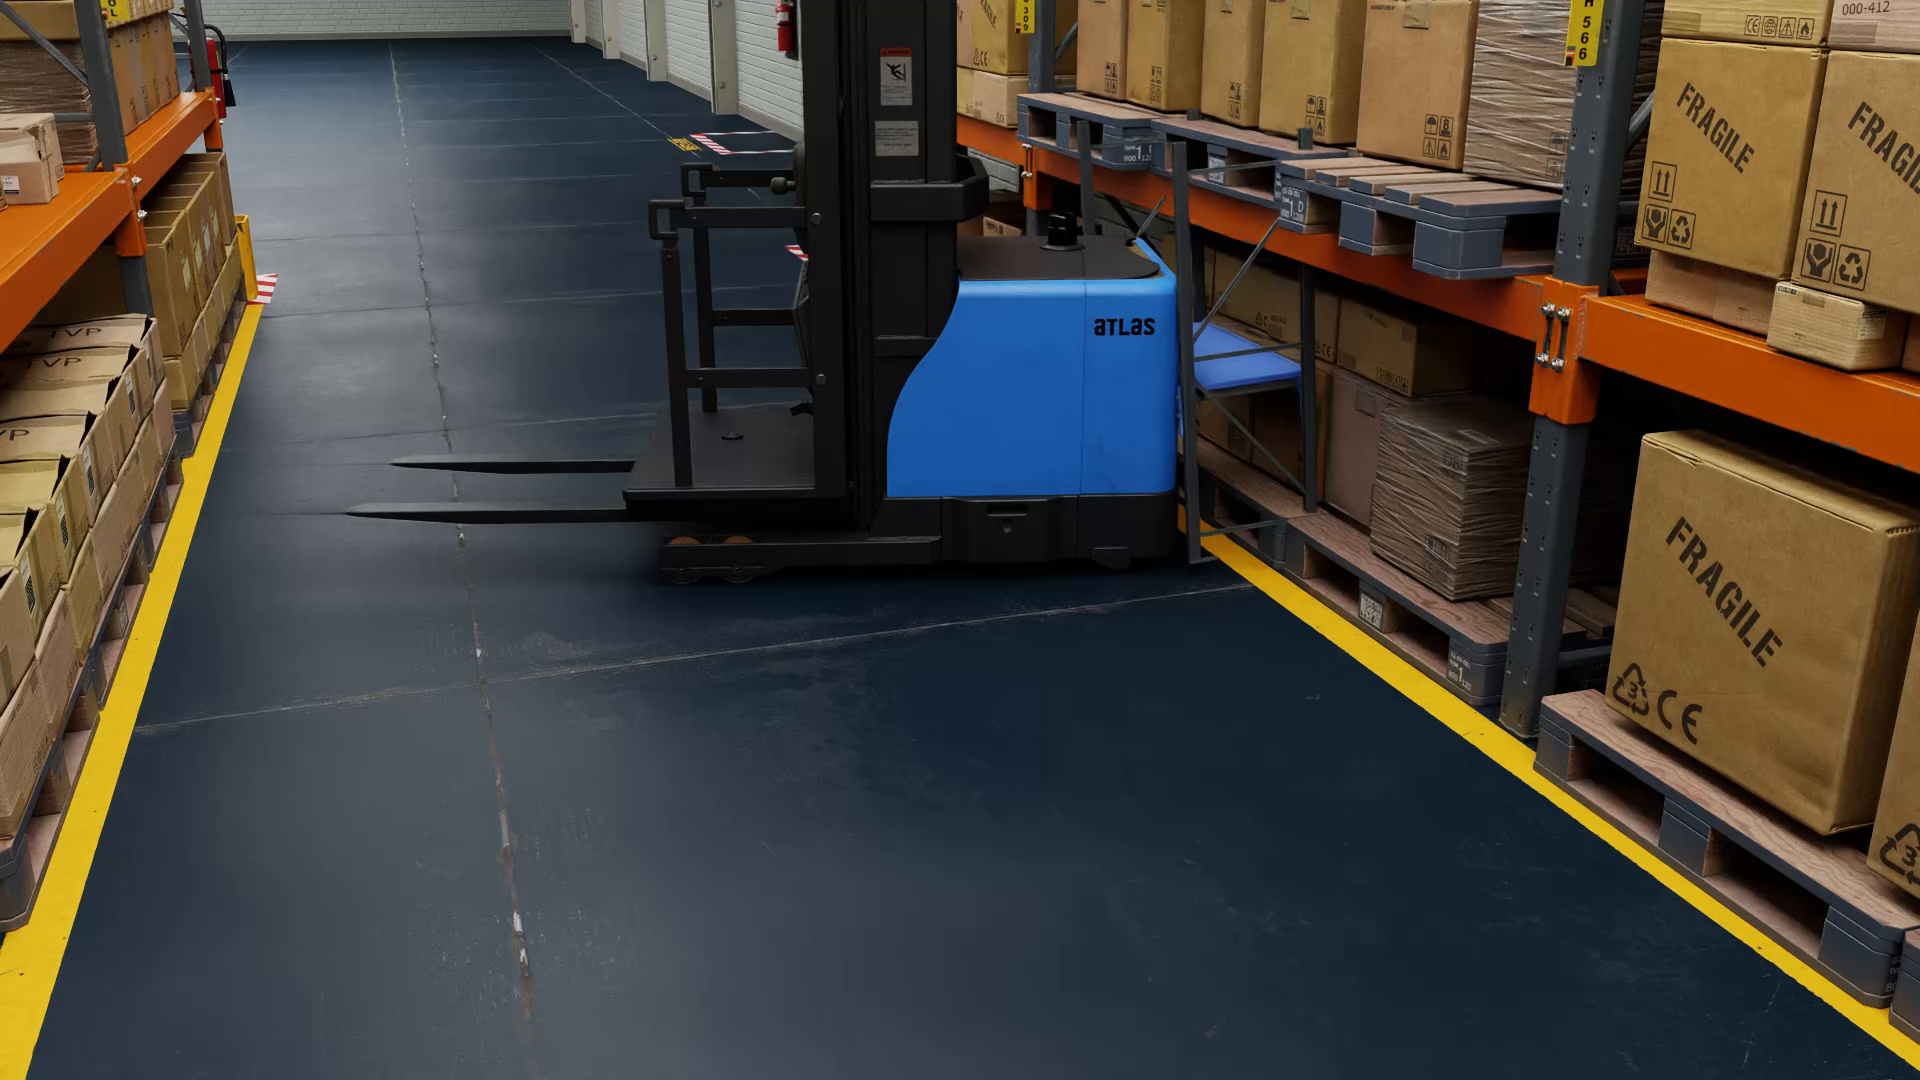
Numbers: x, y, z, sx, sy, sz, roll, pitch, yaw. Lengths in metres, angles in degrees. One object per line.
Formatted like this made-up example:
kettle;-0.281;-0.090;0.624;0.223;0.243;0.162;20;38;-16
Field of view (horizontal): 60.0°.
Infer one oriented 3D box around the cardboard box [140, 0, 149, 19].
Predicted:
cardboard box;-4.429;-2.775;8.598;0.380;0.149;0.250;-6;21;-16

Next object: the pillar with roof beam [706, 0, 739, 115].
pillar with roof beam;-7.255;-9.552;19.699;9.100;9.000;0.400;-6;21;-17

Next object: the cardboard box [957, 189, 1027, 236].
cardboard box;0.057;-1.844;10.159;0.700;0.500;0.500;-8;21;-21

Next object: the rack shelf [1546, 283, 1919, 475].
rack shelf;2.706;0.079;2.822;1.077;0.370;4.000;-6;21;-17

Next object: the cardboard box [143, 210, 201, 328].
cardboard box;-3.895;-1.255;7.811;0.500;0.500;0.500;-6;21;-17

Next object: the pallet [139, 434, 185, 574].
pallet;-3.613;-0.112;6.417;1.003;0.211;1.213;-6;21;-17

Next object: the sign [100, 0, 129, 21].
sign;-3.369;-2.225;6.579;0.100;0.325;0.005;-6;21;-17

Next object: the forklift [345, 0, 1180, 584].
forklift;-0.736;-1.404;5.988;3.031;2.935;1.130;-1;20;-3

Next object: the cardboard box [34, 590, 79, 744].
cardboard box;-2.669;0.363;4.416;0.500;0.250;0.500;-7;21;-19

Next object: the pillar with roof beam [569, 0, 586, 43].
pillar with roof beam;-12.912;-15.329;35.781;9.100;9.000;0.400;-6;21;-17

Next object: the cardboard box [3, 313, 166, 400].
cardboard box;-3.482;-0.725;6.614;0.500;0.311;0.500;-6;21;-17

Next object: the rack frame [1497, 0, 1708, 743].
rack frame;2.077;-0.901;4.487;1.000;3.000;0.127;-6;21;-17

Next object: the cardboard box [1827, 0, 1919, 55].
cardboard box;2.145;-1.105;3.328;0.500;0.250;0.500;-7;21;-18

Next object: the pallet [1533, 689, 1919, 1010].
pallet;2.254;0.672;4.232;1.003;0.211;1.213;-6;21;-17

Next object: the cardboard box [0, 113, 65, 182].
cardboard box;-3.685;-1.433;6.191;0.500;0.250;0.500;-5;20;-14

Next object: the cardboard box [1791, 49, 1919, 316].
cardboard box;2.143;-0.745;3.436;0.500;0.500;0.500;-6;21;-15

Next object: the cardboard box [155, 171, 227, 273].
cardboard box;-4.359;-1.737;9.153;0.500;0.500;0.500;-6;21;-17

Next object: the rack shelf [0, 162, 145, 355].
rack shelf;-3.253;-0.677;4.927;1.077;0.370;4.000;-6;21;-17

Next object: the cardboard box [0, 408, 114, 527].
cardboard box;-3.003;-0.237;5.255;0.500;0.311;0.500;-7;21;-18

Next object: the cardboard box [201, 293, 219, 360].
cardboard box;-4.044;-1.064;8.387;0.500;0.250;0.500;-6;21;-17

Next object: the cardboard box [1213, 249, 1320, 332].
cardboard box;1.376;-1.026;6.774;0.500;0.250;0.500;-7;21;-19

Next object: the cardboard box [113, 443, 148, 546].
cardboard box;-3.157;-0.132;5.792;0.500;0.250;0.500;-6;21;-16

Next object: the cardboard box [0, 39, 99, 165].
cardboard box;-4.027;-1.846;6.970;0.700;0.500;0.500;-7;21;-19

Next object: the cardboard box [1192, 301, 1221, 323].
cardboard box;1.277;-0.820;7.310;0.700;0.500;0.500;-7;21;-18

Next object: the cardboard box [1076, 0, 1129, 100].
cardboard box;0.948;-2.272;7.505;0.700;0.500;0.500;-6;21;-17

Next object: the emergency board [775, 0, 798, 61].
emergency board;-2.022;-6.058;18.845;0.194;1.169;0.643;-6;21;-17

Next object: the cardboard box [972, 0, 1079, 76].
cardboard box;0.378;-2.595;8.287;0.500;0.500;0.500;-6;21;-17

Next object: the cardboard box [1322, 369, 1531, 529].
cardboard box;1.750;-0.335;5.958;0.700;0.500;0.500;-6;21;-17

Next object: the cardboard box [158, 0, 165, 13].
cardboard box;-4.674;-3.025;9.293;0.380;0.149;0.250;-7;21;-18

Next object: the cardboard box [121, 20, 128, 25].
cardboard box;-4.191;-2.529;7.913;0.380;0.149;0.250;-7;21;-19

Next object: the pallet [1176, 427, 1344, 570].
pallet;1.453;-0.230;6.745;1.003;0.211;1.213;-6;21;-17

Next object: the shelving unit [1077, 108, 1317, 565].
shelving unit;0.886;-0.812;6.313;0.538;1.500;1.048;-9;20;-12

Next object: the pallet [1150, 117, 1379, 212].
pallet;1.416;-1.442;6.276;1.003;0.211;1.213;-6;21;-17

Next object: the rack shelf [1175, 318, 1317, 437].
rack shelf;0.901;-0.643;6.373;0.538;0.185;1.000;-9;20;-12

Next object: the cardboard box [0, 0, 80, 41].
cardboard box;-3.782;-2.116;6.763;0.380;0.149;0.250;-6;21;-17

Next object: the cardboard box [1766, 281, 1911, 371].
cardboard box;2.035;-0.486;3.674;0.380;0.149;0.250;-6;21;-16

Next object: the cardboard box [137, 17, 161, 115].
cardboard box;-4.684;-2.509;8.815;0.700;0.500;0.500;-6;21;-17

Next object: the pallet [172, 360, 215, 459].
pallet;-4.092;-0.604;7.787;1.003;0.211;1.213;-6;21;-17

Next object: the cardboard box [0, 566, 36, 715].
cardboard box;-2.510;0.260;3.872;0.500;0.311;0.500;-6;21;-15

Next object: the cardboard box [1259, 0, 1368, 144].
cardboard box;1.507;-1.702;5.920;0.700;0.500;0.500;-6;21;-17

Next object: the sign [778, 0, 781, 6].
sign;-2.098;-6.263;19.364;0.001;0.329;0.234;-6;21;-17

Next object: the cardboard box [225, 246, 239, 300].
cardboard box;-4.521;-1.544;9.725;0.500;0.250;0.500;-6;21;-17
